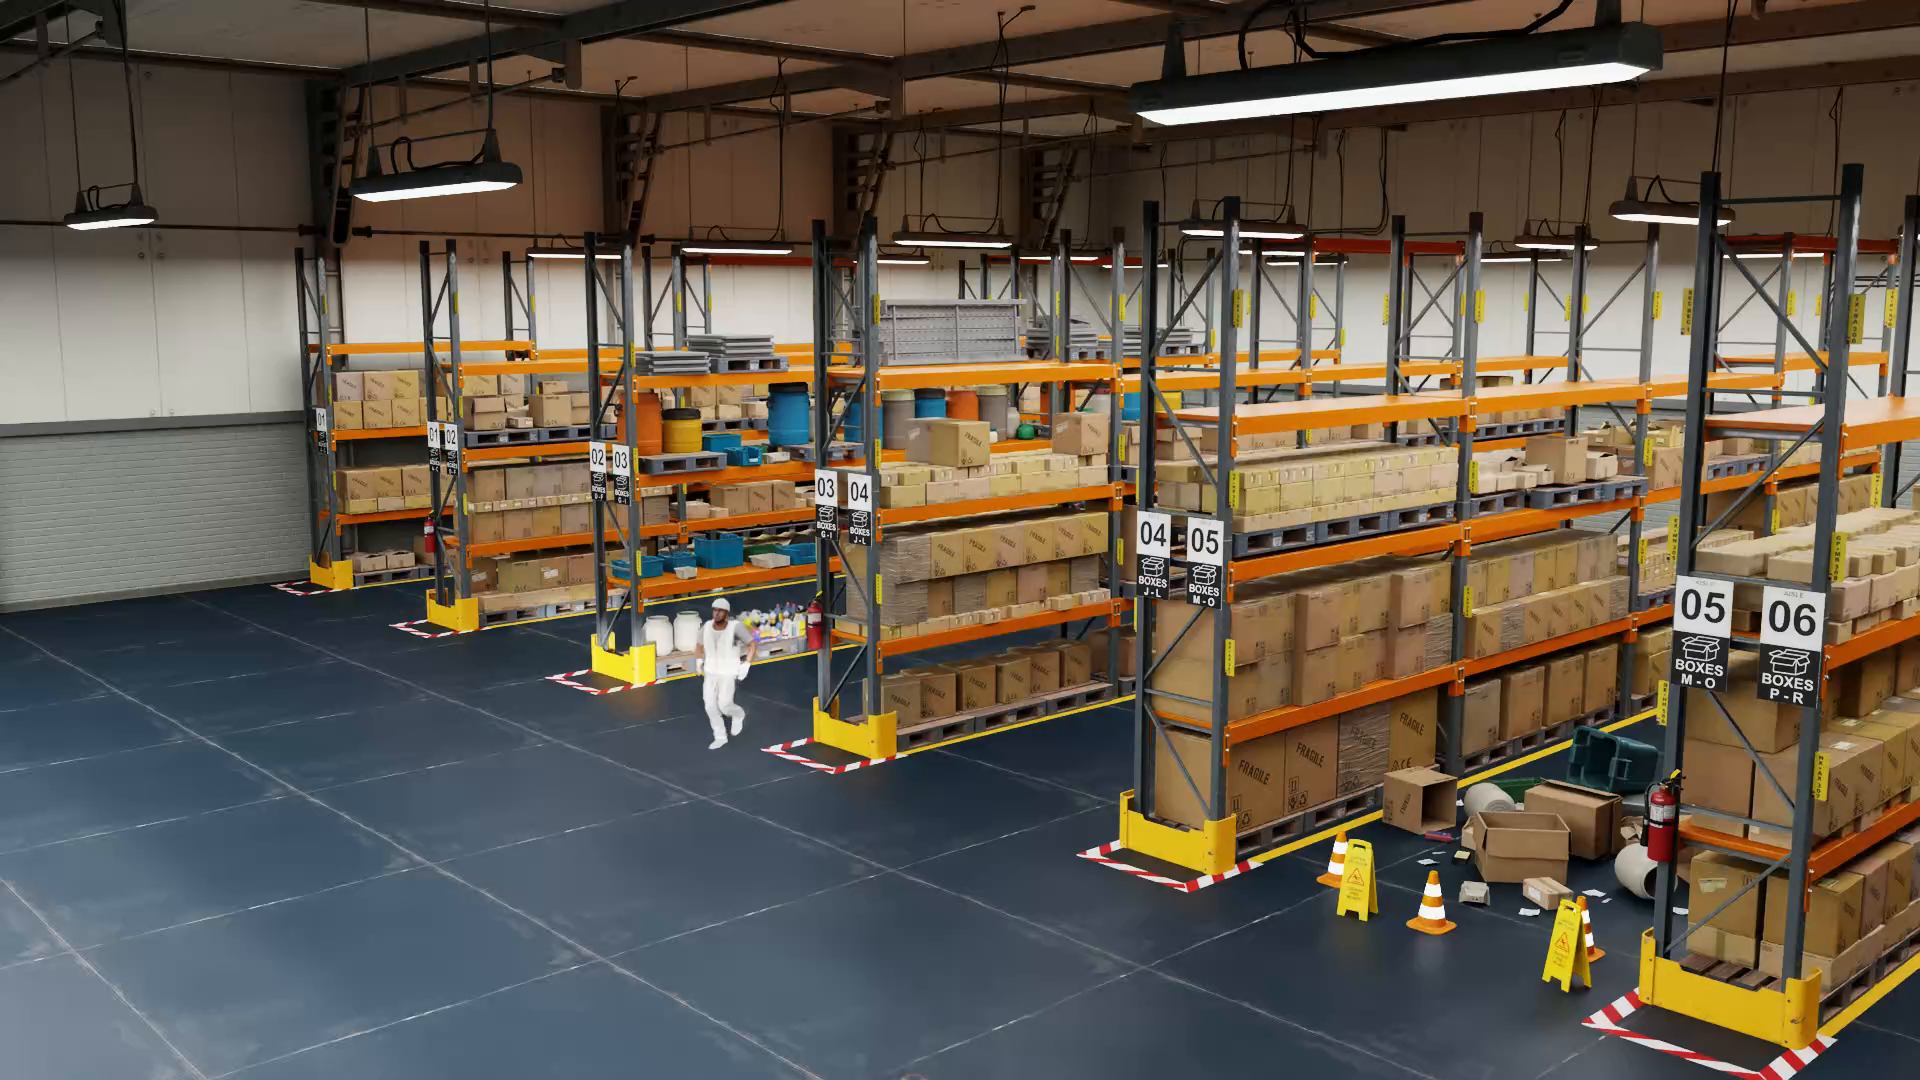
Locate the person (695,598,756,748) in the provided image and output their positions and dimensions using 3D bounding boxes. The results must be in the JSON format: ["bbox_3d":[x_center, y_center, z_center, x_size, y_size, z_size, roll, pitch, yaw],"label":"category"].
[{"bbox_3d":[-2.718,1.523,19.153,0.721,1.743,0.633,3,9,17],"label":"person"}]
